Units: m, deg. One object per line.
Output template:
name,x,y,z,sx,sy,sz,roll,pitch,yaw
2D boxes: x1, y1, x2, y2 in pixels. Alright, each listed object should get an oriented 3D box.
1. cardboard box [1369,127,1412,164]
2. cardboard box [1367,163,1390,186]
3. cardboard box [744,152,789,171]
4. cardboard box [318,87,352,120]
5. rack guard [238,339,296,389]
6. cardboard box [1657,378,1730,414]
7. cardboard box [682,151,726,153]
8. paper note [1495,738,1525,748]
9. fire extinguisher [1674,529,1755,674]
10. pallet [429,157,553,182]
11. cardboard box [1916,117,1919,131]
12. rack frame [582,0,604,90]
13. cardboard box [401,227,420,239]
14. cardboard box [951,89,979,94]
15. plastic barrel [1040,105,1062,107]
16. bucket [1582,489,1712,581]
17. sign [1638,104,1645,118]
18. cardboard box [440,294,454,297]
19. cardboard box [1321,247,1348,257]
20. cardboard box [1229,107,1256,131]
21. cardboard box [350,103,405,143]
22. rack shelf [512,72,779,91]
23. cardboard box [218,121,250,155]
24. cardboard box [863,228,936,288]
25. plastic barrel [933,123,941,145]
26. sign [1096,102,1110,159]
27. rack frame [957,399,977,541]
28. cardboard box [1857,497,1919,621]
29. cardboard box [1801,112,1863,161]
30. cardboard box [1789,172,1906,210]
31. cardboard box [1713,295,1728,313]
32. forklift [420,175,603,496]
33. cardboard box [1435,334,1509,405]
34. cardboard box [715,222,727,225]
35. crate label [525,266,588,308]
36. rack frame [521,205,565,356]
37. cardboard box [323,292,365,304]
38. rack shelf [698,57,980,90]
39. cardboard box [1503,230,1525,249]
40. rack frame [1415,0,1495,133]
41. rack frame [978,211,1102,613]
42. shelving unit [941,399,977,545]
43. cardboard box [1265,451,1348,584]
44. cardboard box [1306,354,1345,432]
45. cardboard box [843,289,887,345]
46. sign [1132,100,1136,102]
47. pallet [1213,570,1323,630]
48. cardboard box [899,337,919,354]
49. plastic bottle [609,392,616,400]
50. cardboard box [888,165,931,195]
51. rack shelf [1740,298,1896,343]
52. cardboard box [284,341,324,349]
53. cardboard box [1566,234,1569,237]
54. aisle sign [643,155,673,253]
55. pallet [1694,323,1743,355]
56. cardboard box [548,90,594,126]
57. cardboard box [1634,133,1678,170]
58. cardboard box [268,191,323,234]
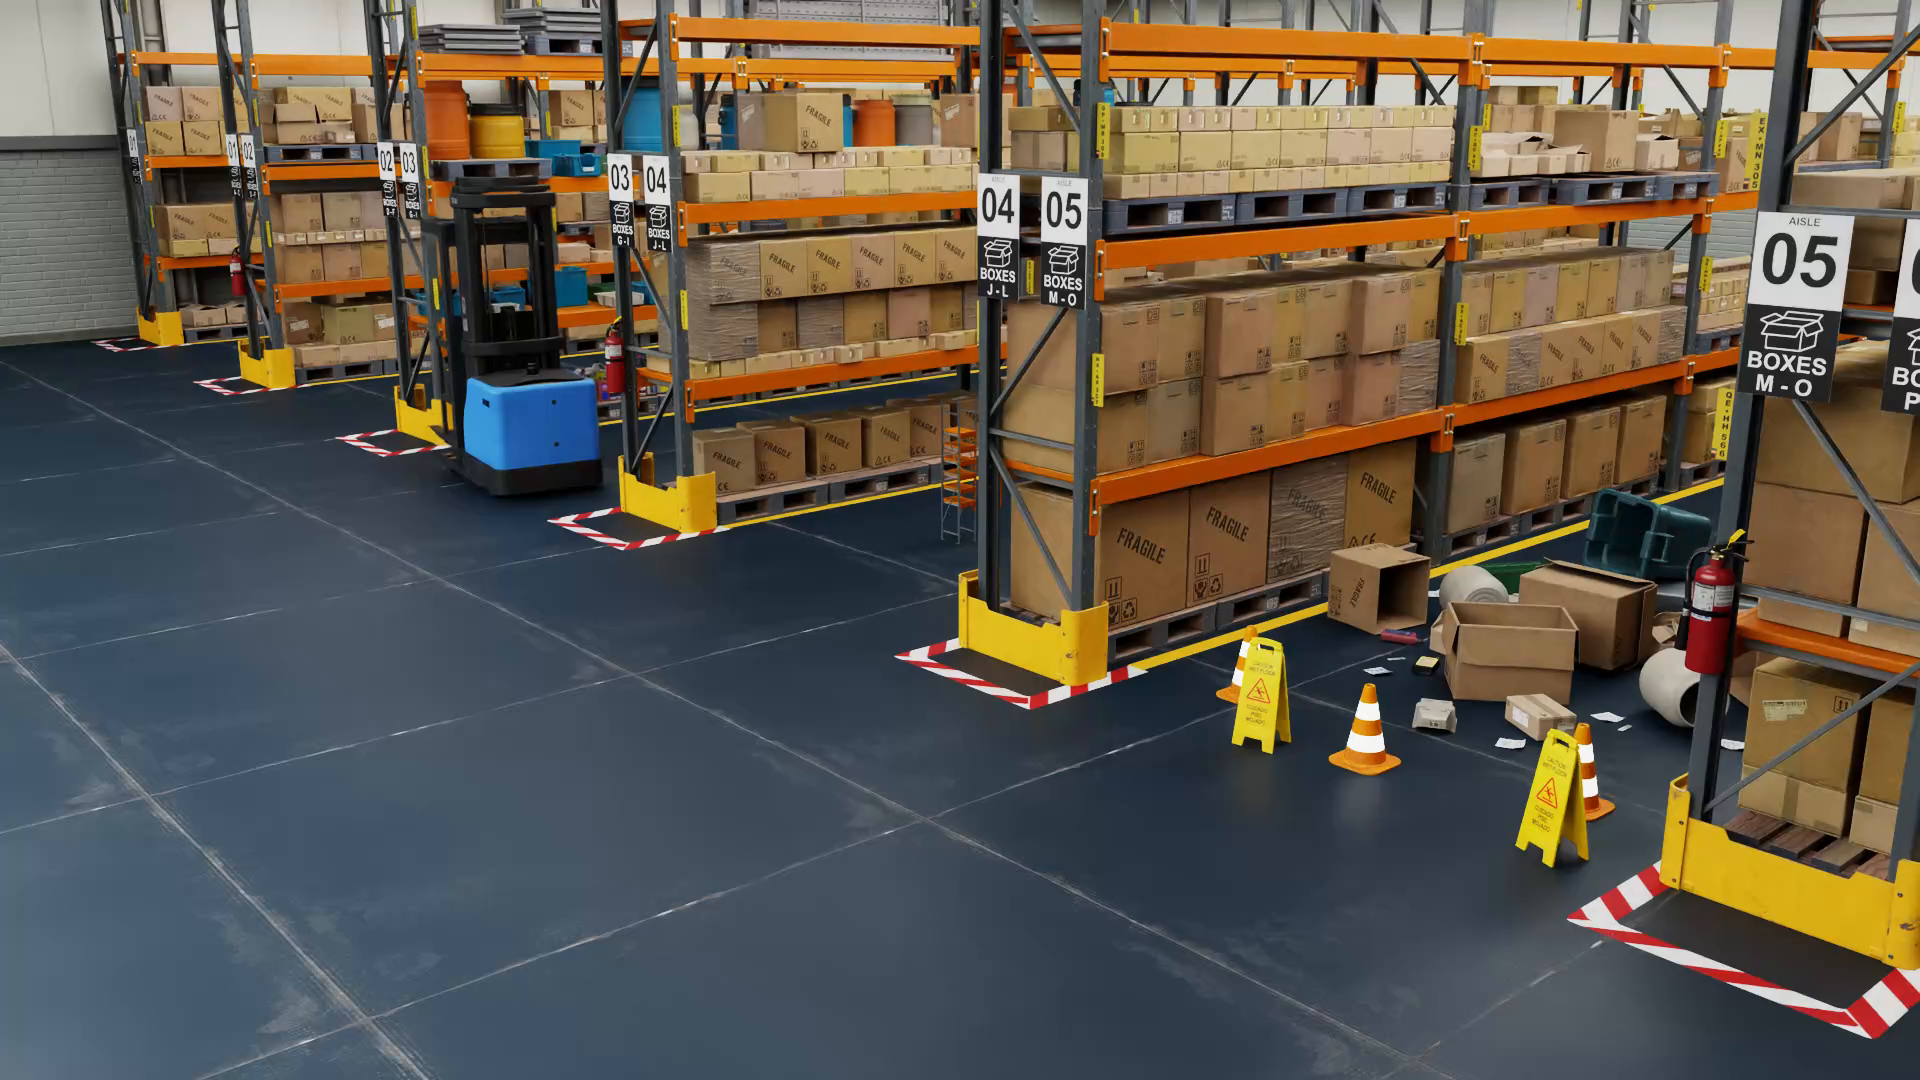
cardboard box,2.929,-2.876,12.099,0.500,0.250,0.500,-13,20,-40
cardboard box,2.871,-2.648,12.019,0.250,0.149,0.380,-13,19,-39
cardboard box,-1.703,-3.324,14.586,0.250,0.149,0.380,-12,19,-37
cardboard box,-10.030,-6.956,26.497,0.500,0.500,0.500,-11,19,-36
rack guard,-9.202,-2.346,22.064,0.348,0.500,1.175,-13,19,-39
cardboard box,7.210,-1.428,16.361,0.500,0.250,0.500,-14,20,-42
cardboard box,-2.272,-3.395,14.851,0.250,0.149,0.380,-14,20,-42
paper note,3.228,1.188,9.745,0.148,0.019,0.142,8,17,28
fire extinguisher,3.432,0.268,7.585,0.183,0.674,0.296,-13,19,-39
pallet,-5.247,-4.072,18.235,1.213,0.211,1.003,-13,19,-39
cardboard box,10.532,-4.620,18.470,0.250,0.149,0.380,-13,20,-41
rack frame,-6.404,-8.775,29.664,0.127,3.000,1.000,-13,19,-39
cardboard box,-7.587,-4.204,22.726,0.250,0.149,0.380,-12,19,-39
cardboard box,0.210,-7.661,29.174,0.500,0.500,0.700,-13,19,-39
plastic barrel,1.338,-5.995,23.993,0.433,0.535,0.433,0,15,0
bucket,4.924,-0.004,11.852,0.620,0.611,0.726,5,12,-23
sign,9.732,-6.070,23.786,0.005,0.325,0.100,-13,19,-39
cardboard box,-7.132,-3.183,23.415,0.500,0.500,0.500,-13,19,-39
cardboard box,4.407,-3.747,20.329,0.637,0.503,0.797,-12,19,-38
cardboard box,1.724,-2.777,10.954,0.250,0.149,0.380,-13,20,-40
cardboard box,-7.752,-5.554,22.138,0.500,0.500,0.500,-13,19,-39
rack shelf,-4.658,-6.932,24.932,4.000,0.370,1.077,-13,19,-39
cardboard box,-11.205,-6.209,25.639,0.500,0.500,0.500,-12,19,-37
cardboard box,-0.579,-2.682,15.770,0.500,0.500,0.500,-13,19,-39
plastic barrel,-0.336,-5.458,22.842,0.421,0.512,0.421,0,15,0
sign,0.855,-2.446,9.937,0.005,0.325,0.100,-13,19,-39
rack frame,0.058,-0.593,14.144,0.006,1.200,0.240,-13,19,-39
cardboard box,4.361,0.083,7.358,0.500,0.500,0.500,-13,20,-40
cardboard box,9.190,-4.336,17.851,0.500,0.500,0.700,-13,19,-39
cardboard box,3.883,-1.527,7.284,0.250,0.149,0.380,-12,19,-39
cardboard box,7.230,-2.315,16.202,0.250,0.149,0.380,-11,19,-37
forklift,-4.658,-2.155,16.638,1.130,2.935,3.031,-9,18,-31
cardboard box,4.087,-1.408,13.516,0.500,0.500,0.500,-12,19,-39
cardboard box,-4.650,-6.081,31.650,0.250,0.149,0.380,-12,19,-38
crate label,-4.724,-2.974,19.504,0.616,0.435,0.502,-13,19,-39
rack frame,-6.167,-4.235,24.293,0.127,3.000,1.000,-13,19,-39
cardboard box,-10.178,-4.020,27.480,0.500,0.500,0.500,14,21,43
rack shelf,-1.409,-5.967,21.319,4.000,0.370,1.077,-13,19,-39
cardboard box,7.274,-4.208,22.453,0.500,0.500,0.500,-13,19,-39
rack frame,6.369,-6.560,21.370,0.127,3.000,1.000,-13,19,-39
rack frame,0.496,-0.646,10.855,0.127,3.000,1.000,-13,19,-39
shelving unit,-0.011,-0.577,14.086,0.189,1.200,0.258,-13,19,-39
cardboard box,2.315,-0.253,12.690,0.875,0.875,0.875,-12,19,-39
cardboard box,2.358,-1.165,12.508,0.550,0.550,0.875,-13,19,-39
cardboard box,-1.162,-2.175,15.810,0.500,0.500,0.875,-13,19,-39
sign,3.235,-8.034,30.985,0.005,0.325,0.100,-13,19,-39
pallet,1.967,0.345,12.549,1.213,0.211,1.003,-13,19,-39
cardboard box,-0.611,-1.889,15.996,0.250,0.149,0.380,-13,19,-39
plastic bottle,-4.104,-1.792,19.579,0.097,0.271,0.097,0,15,0
cardboard box,-0.621,-3.381,15.573,0.500,0.250,0.500,-13,20,-40
rack shelf,5.330,-1.140,8.286,4.000,0.370,1.077,-13,19,-39
cardboard box,-8.973,-2.580,22.613,0.500,0.250,0.500,-13,19,-39
cardboard box,8.847,-4.381,24.555,0.500,0.250,0.500,-13,20,-41
aisle sign,-2.534,-2.816,13.941,0.004,0.787,0.394,-13,19,-39
pallet,6.998,-2.050,16.483,1.003,0.211,1.213,-13,19,-39
cardboard box,-5.675,-6.274,24.137,0.500,0.500,0.500,-12,19,-39
cardboard box,5.939,-3.423,14.604,0.500,0.311,0.500,-13,19,-39
cardboard box,-8.784,-4.318,21.896,0.500,0.500,0.700,-13,19,-39
